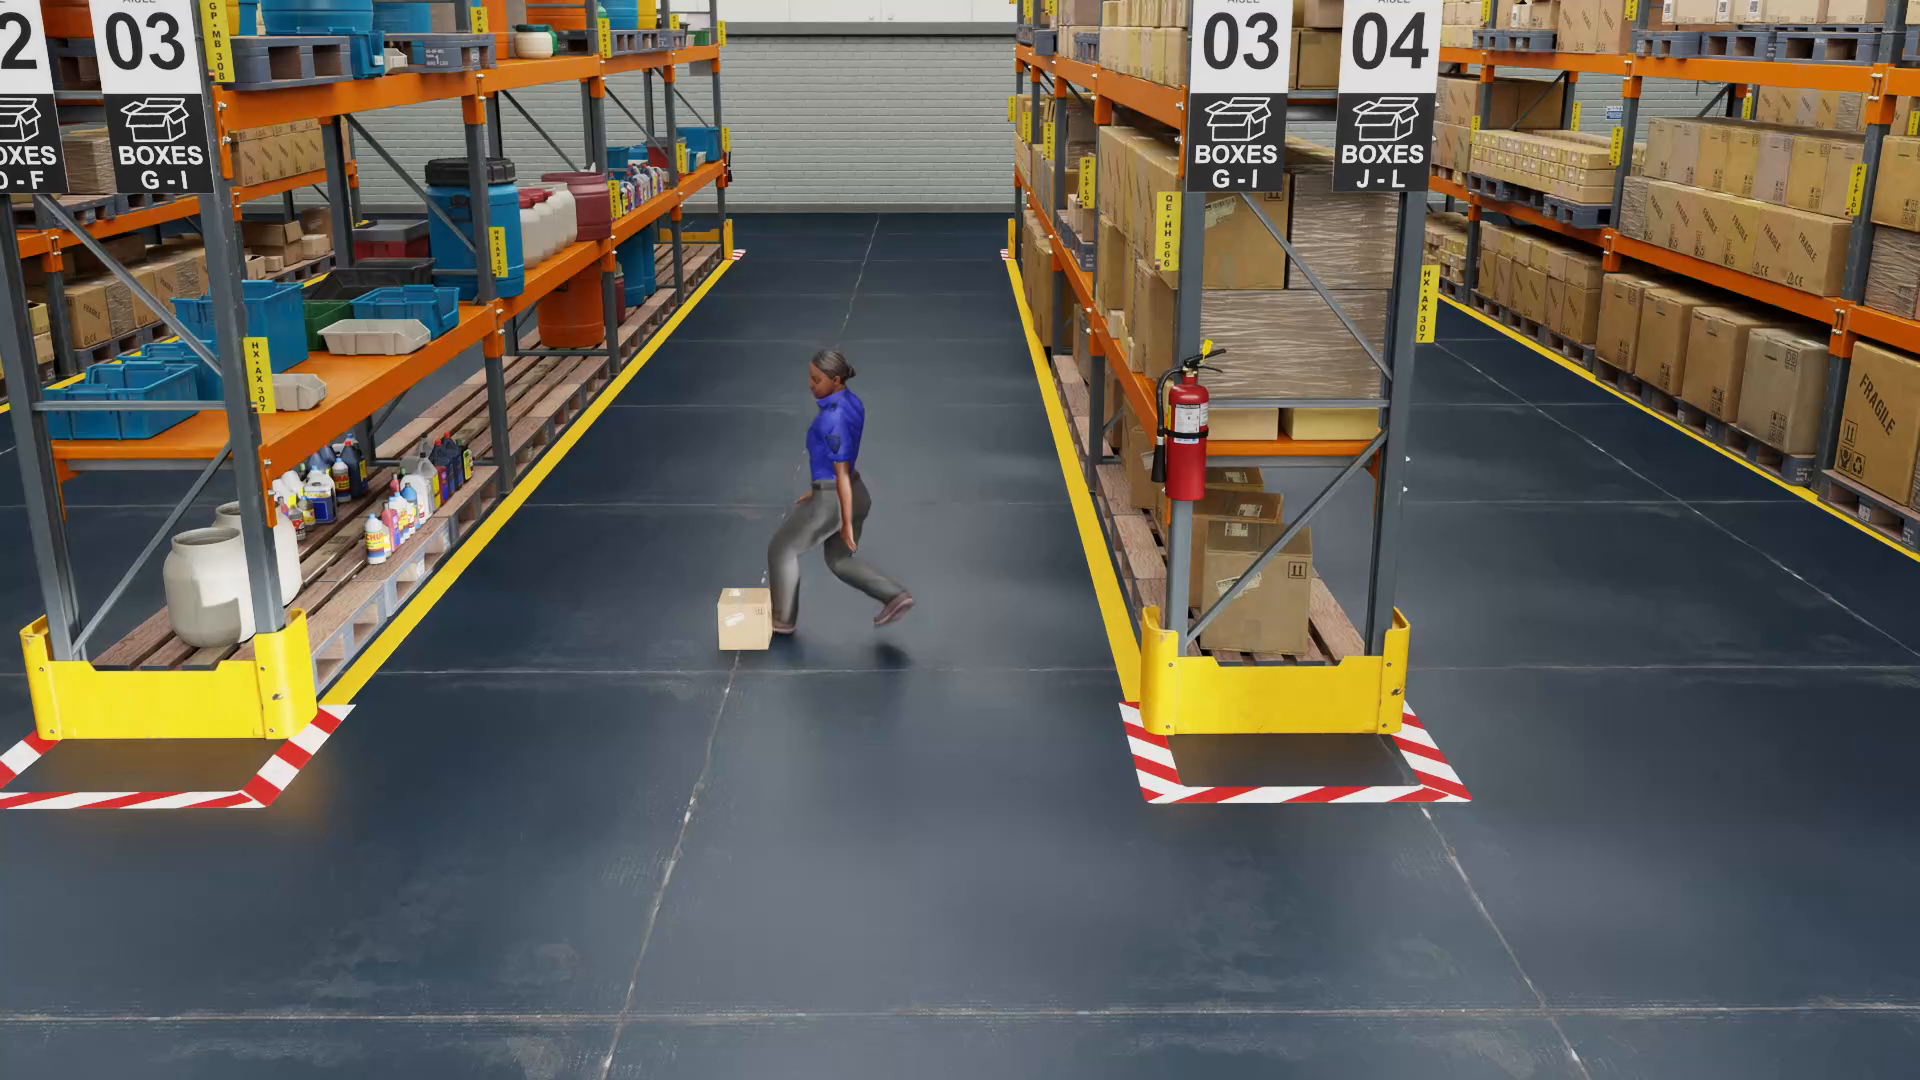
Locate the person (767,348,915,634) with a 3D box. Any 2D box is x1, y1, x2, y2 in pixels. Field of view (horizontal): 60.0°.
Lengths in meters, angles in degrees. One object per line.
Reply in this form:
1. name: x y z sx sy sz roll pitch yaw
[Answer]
1. person: -0.702 -0.226 8.439 0.958 1.541 0.429 6 18 19
